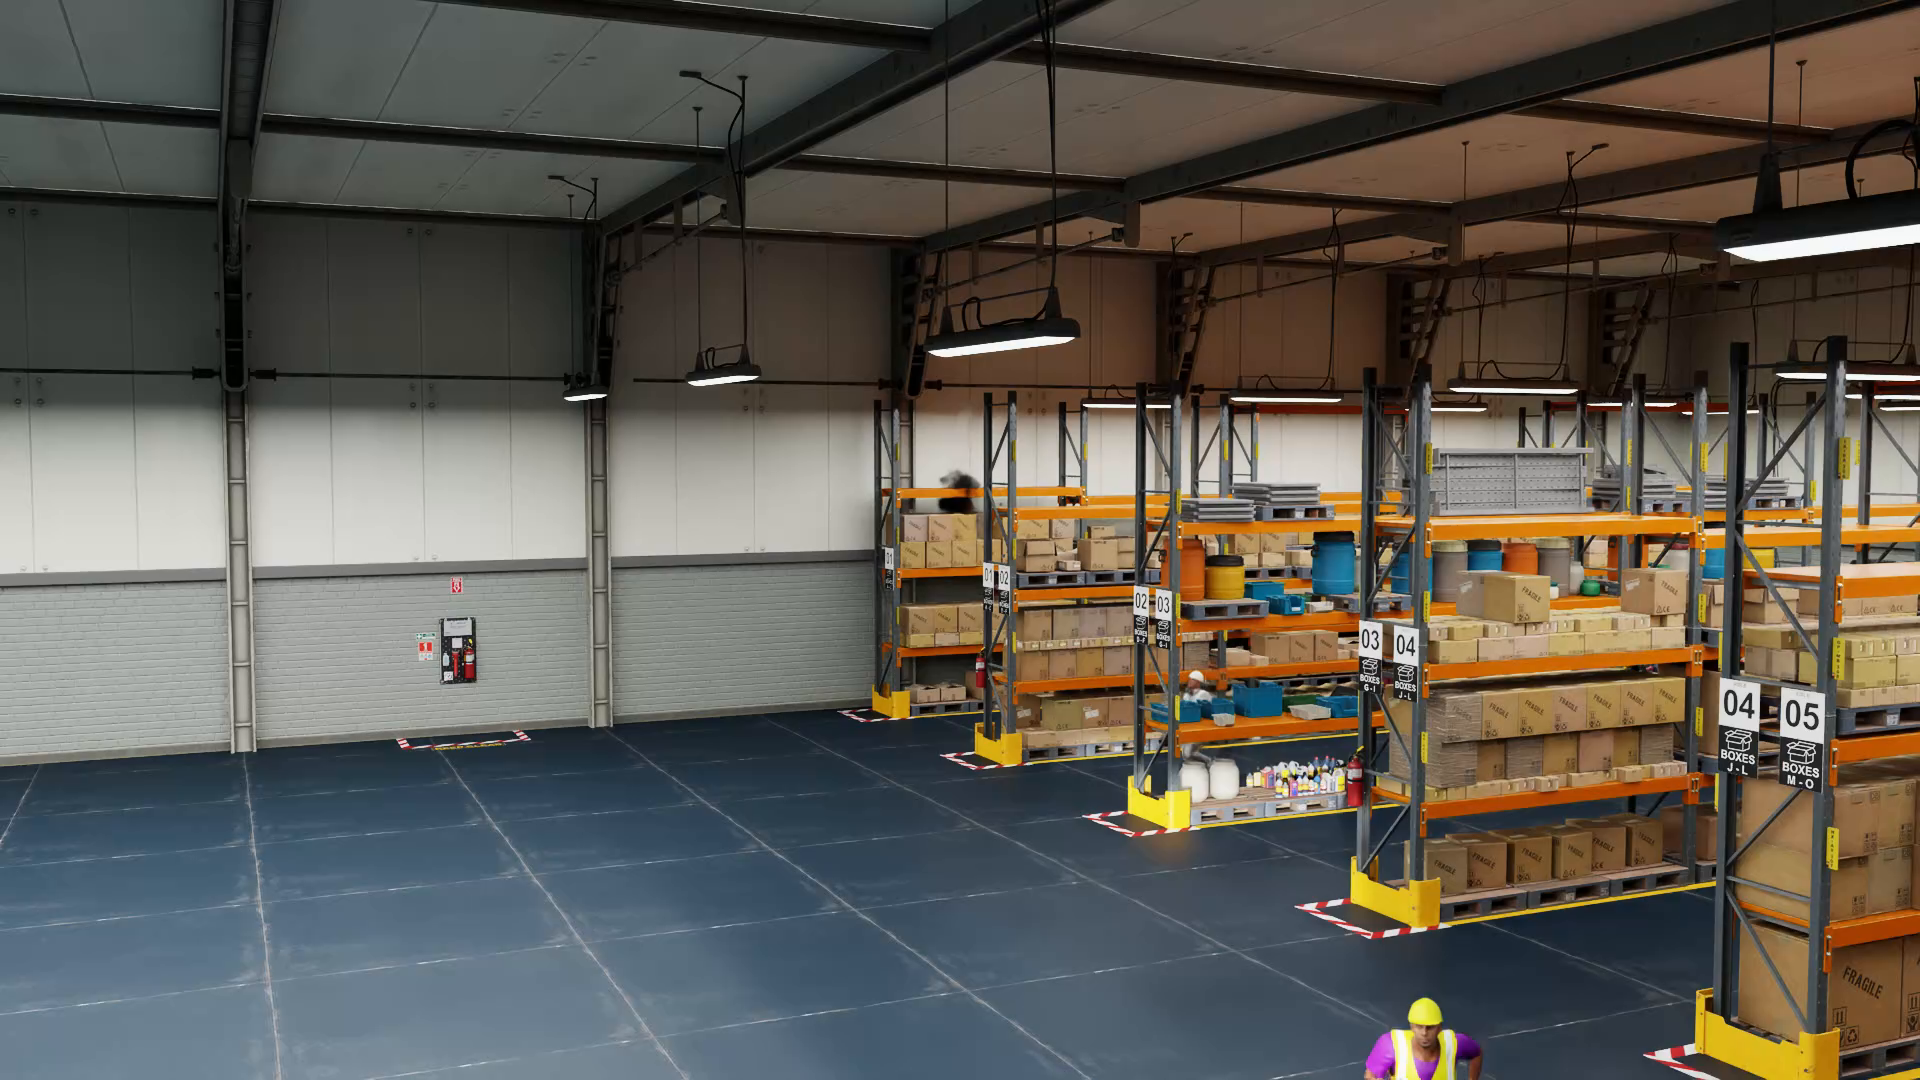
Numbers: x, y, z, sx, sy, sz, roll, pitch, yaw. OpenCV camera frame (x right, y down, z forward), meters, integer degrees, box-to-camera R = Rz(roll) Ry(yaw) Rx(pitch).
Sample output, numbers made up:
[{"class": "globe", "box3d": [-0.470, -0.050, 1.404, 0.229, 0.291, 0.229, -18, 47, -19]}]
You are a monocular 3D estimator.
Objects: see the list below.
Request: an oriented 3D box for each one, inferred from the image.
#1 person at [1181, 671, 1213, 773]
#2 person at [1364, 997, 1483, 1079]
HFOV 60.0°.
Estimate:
[{"class": "person", "box3d": [3.510, 2.850, 25.089, 0.591, 1.736, 0.669, -2, 4, -34]}, {"class": "person", "box3d": [2.919, 3.692, 10.492, 0.694, 1.774, 1.006, 1, 4, 21]}]
